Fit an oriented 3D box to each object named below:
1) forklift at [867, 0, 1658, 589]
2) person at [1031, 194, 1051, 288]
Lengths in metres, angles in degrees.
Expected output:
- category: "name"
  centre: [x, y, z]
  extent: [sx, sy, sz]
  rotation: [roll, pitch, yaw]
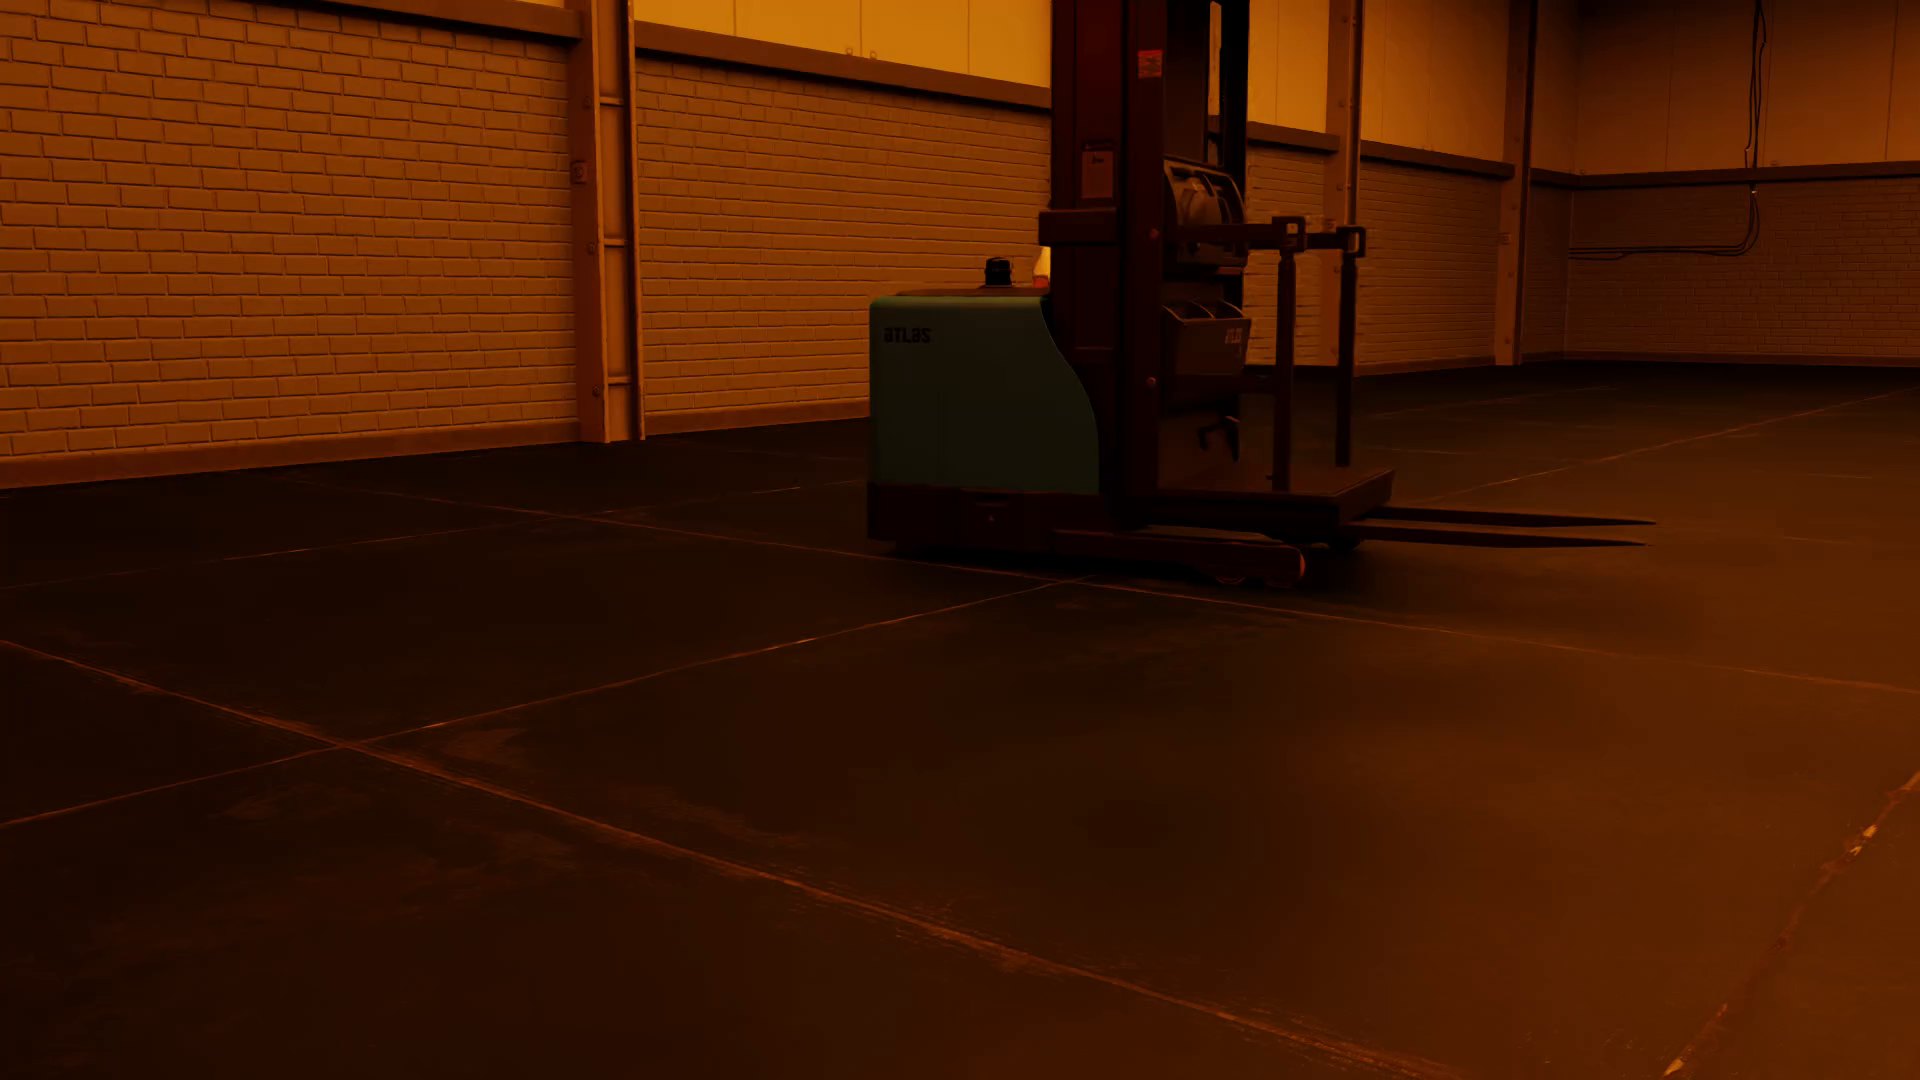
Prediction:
- category: "forklift"
  centre: [1.166, -1.356, 6.551]
  extent: [3.031, 2.935, 1.130]
  rotation: [4, 9, 26]
- category: "person"
  centre: [0.649, -1.165, 9.657]
  extent: [0.628, 1.678, 0.779]
  rotation: [0, 8, -2]
